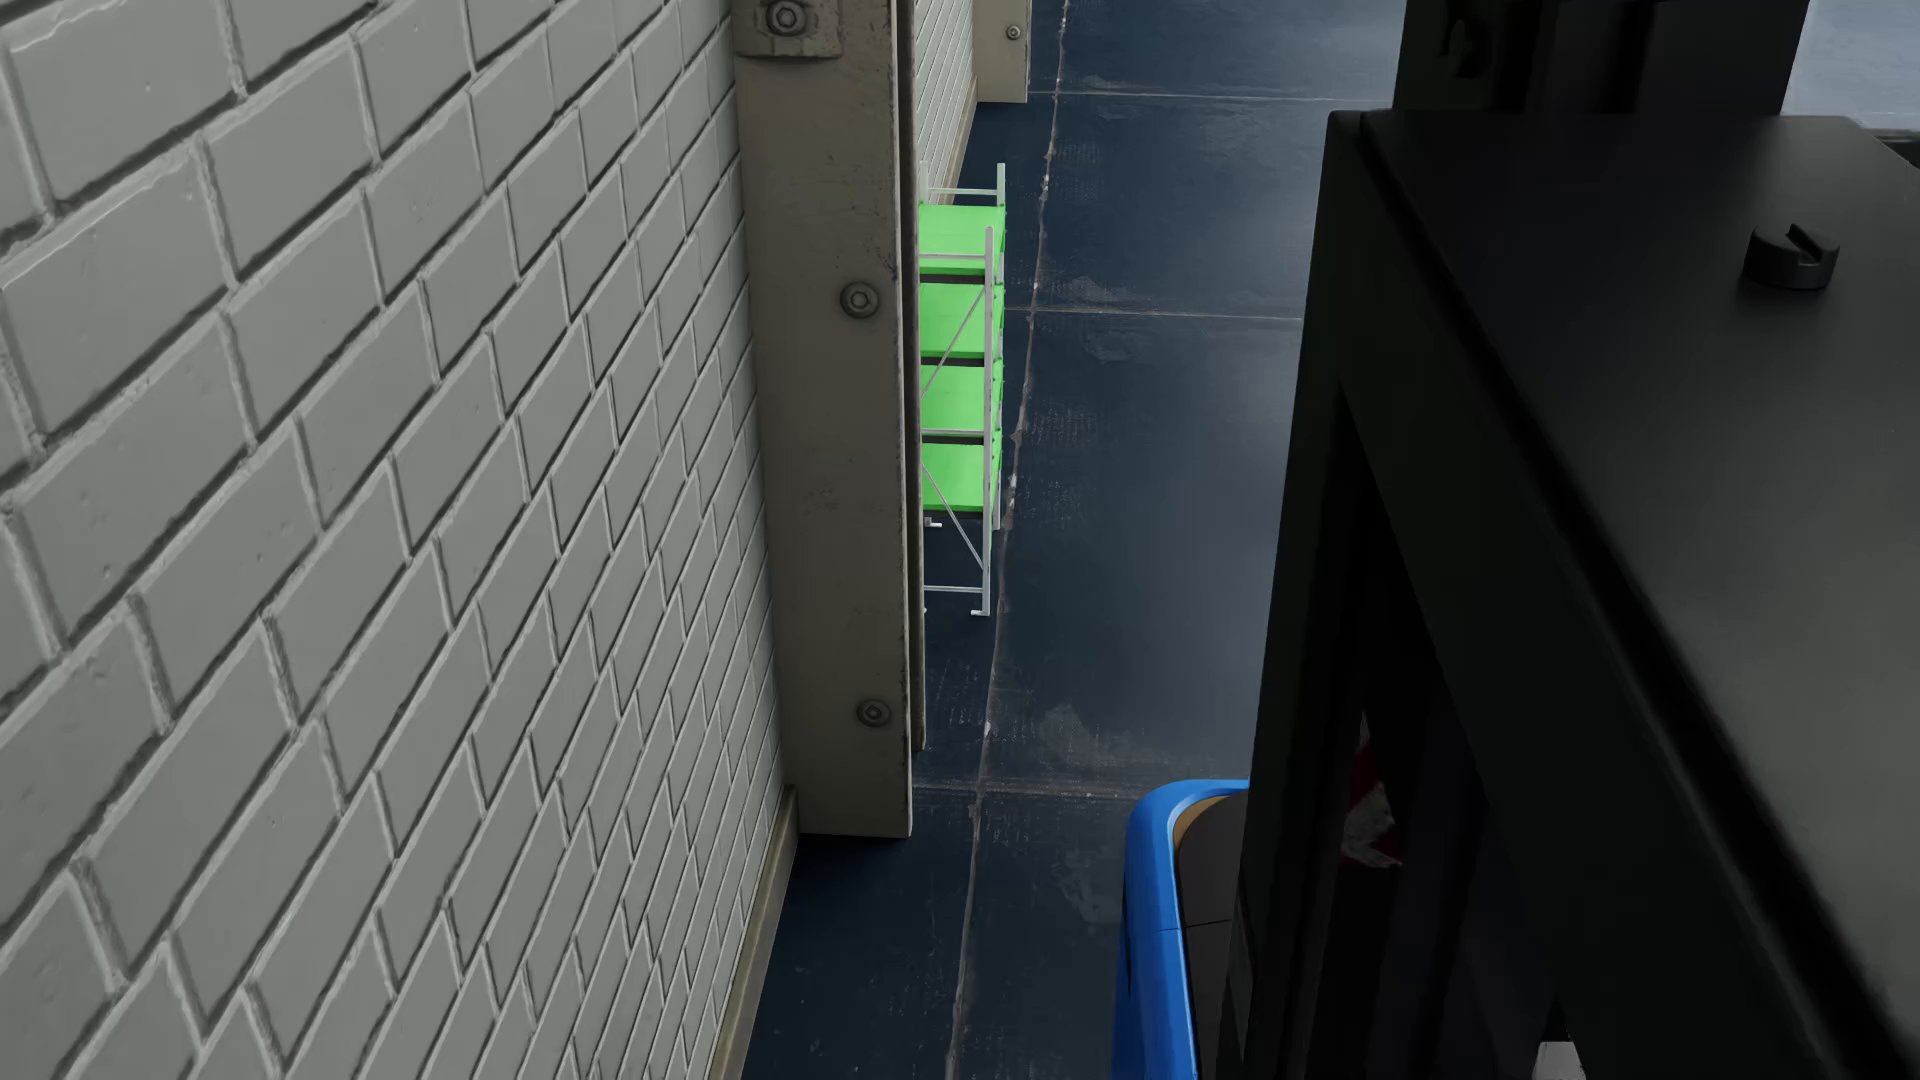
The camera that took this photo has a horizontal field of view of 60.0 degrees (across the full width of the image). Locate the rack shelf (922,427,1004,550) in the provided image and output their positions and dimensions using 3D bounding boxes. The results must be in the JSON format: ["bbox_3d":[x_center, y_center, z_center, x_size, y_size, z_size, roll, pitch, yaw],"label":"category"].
[{"bbox_3d":[-0.013,-0.166,4.954,0.258,0.148,0.480,2,32,4],"label":"rack shelf"}]

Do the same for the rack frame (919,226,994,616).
[{"bbox_3d":[-0.033,-0.297,4.588,0.240,1.200,0.015,2,32,4],"label":"rack frame"}]

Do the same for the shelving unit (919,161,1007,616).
[{"bbox_3d":[-0.013,-0.424,4.795,0.258,1.200,0.503,2,32,4],"label":"shelving unit"}]

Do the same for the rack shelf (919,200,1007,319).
[{"bbox_3d":[-0.013,-0.778,4.576,0.258,0.148,0.480,2,32,4],"label":"rack shelf"}]

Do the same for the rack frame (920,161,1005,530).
[{"bbox_3d":[0.006,-0.552,5.002,0.240,1.200,0.015,2,32,4],"label":"rack frame"}]

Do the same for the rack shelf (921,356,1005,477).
[{"bbox_3d":[-0.013,-0.370,4.828,0.258,0.148,0.480,2,32,4],"label":"rack shelf"}]

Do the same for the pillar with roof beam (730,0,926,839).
[{"bbox_3d":[4.031,-3.028,1.586,9.100,9.000,0.400,2,32,4],"label":"pillar with roof beam"}]

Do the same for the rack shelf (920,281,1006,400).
[{"bbox_3d":[-0.013,-0.574,4.702,0.258,0.148,0.480,2,32,4],"label":"rack shelf"}]

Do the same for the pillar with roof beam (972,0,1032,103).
[{"bbox_3d":[4.519,-6.165,6.677,9.100,9.000,0.400,2,32,4],"label":"pillar with roof beam"}]
